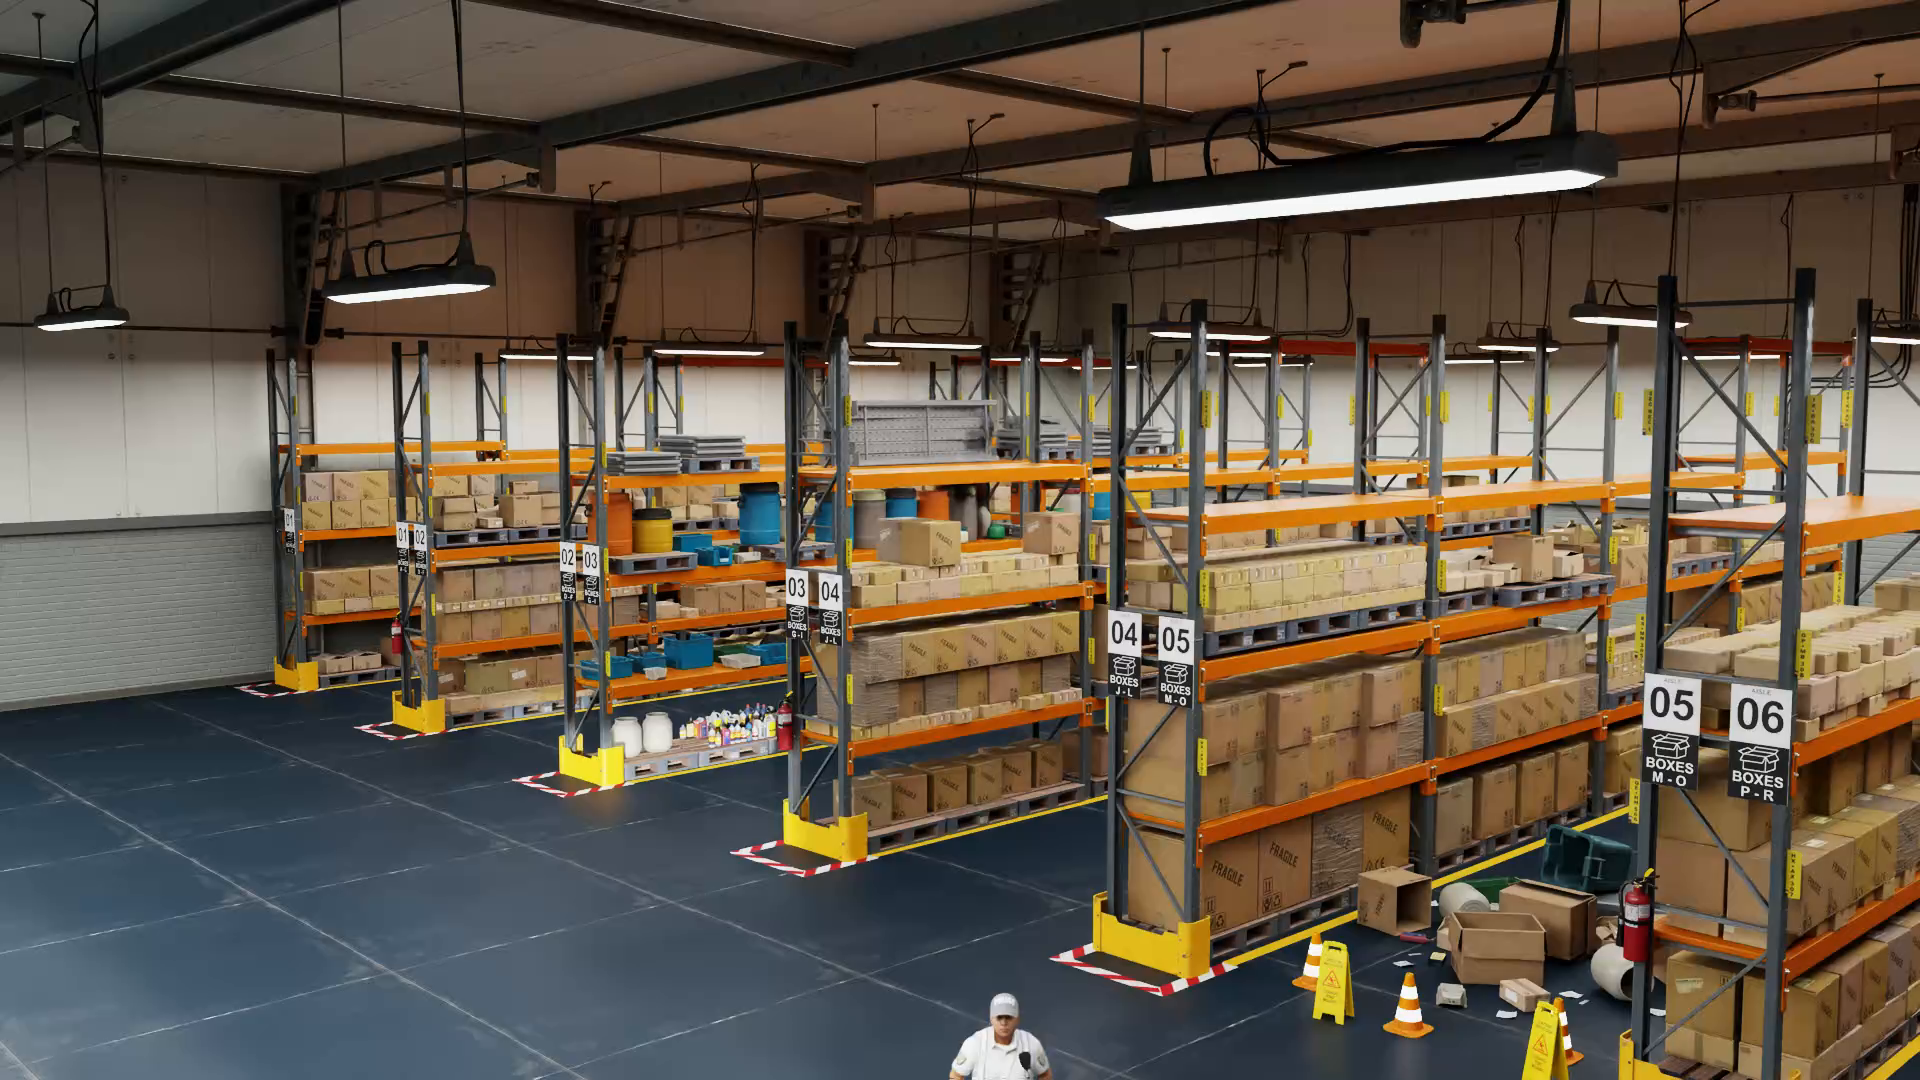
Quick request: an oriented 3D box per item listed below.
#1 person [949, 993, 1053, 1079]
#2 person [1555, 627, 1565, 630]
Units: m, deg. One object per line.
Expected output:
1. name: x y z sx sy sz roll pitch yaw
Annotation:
1. person: 0.249 3.505 9.975 0.625 1.643 0.706 0 5 -1
2. person: 8.796 2.155 24.253 0.923 1.789 0.675 -4 6 -40
